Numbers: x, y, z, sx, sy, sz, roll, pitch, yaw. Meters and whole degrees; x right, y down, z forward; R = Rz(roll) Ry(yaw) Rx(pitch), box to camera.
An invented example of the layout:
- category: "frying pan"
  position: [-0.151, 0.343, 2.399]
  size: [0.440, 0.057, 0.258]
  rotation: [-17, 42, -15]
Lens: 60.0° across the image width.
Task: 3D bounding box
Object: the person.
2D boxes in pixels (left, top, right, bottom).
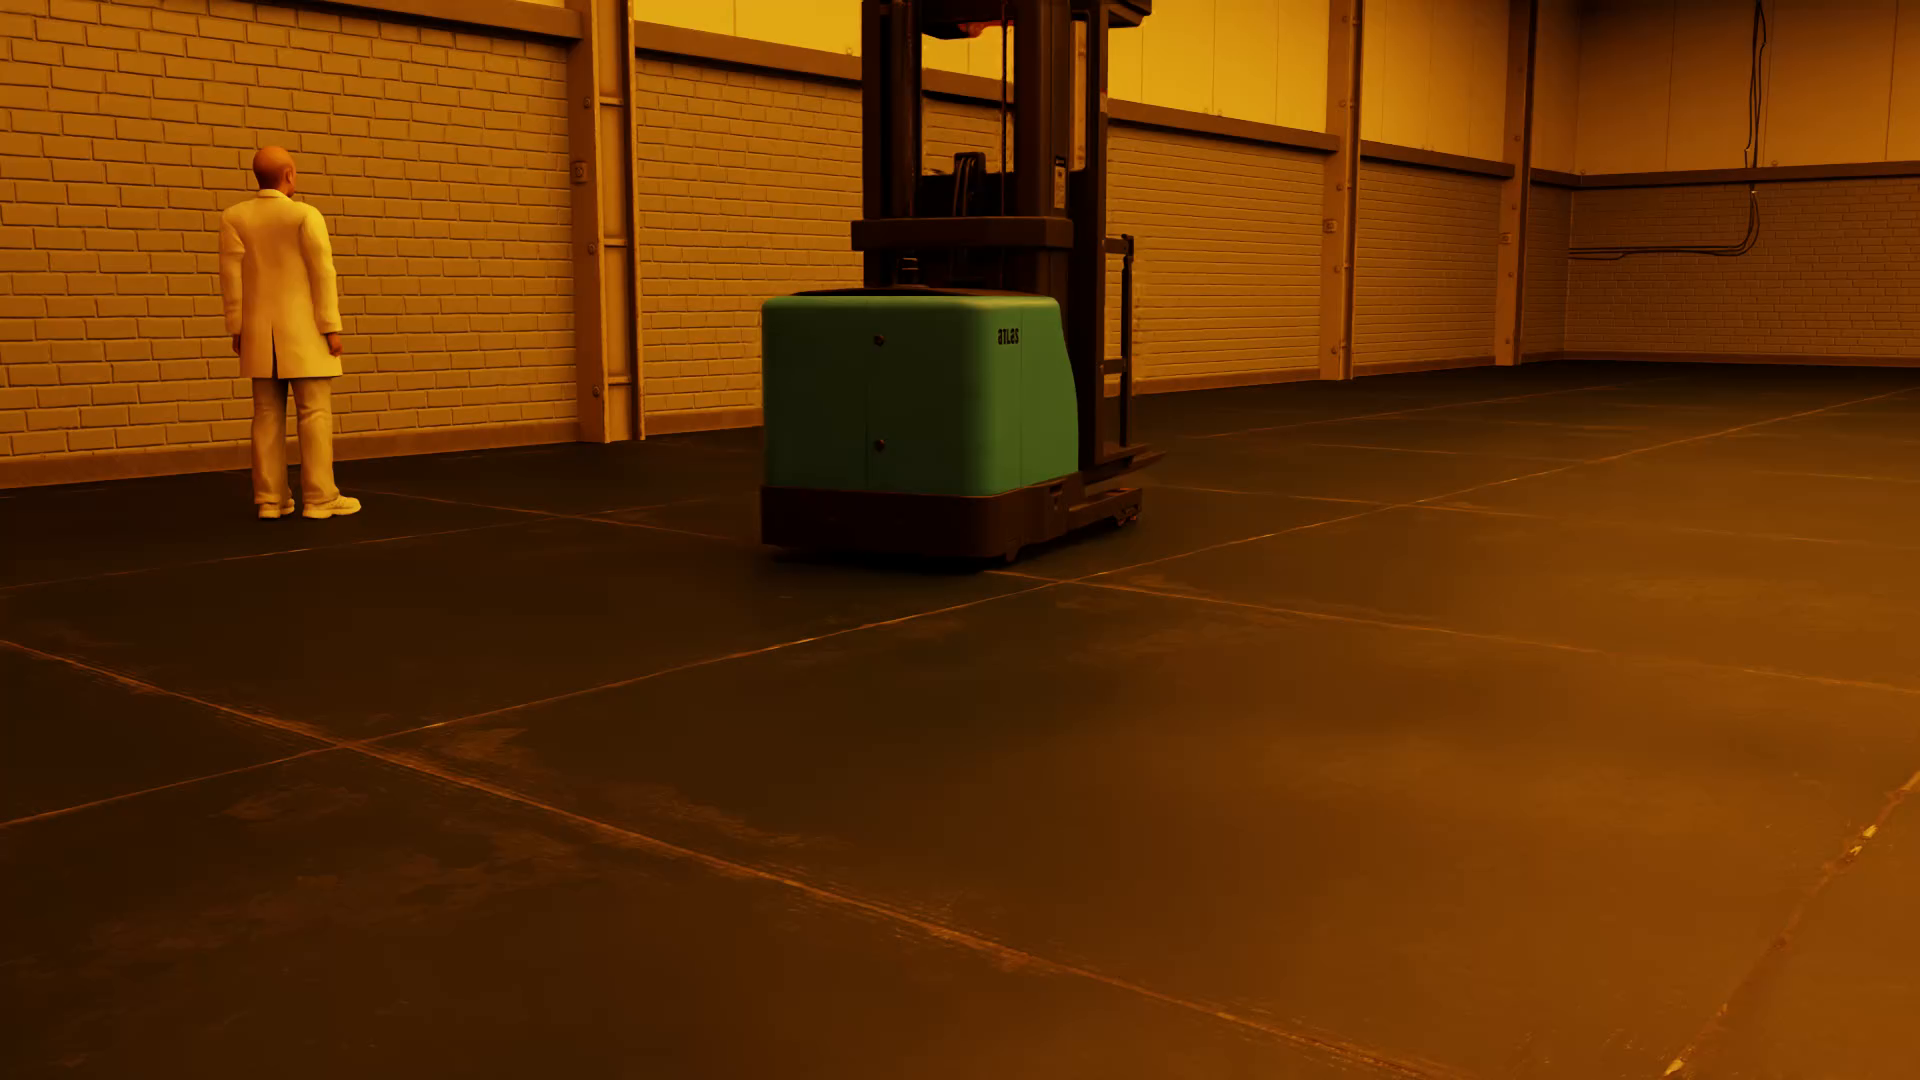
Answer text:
- category: "person"
  position: [-3.268, -1.003, 8.102]
  size: [0.566, 1.783, 0.384]
  rotation: [1, 8, 4]

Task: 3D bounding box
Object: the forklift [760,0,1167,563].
- category: "forklift"
  position: [0.232, -1.535, 7.769]
  size: [1.130, 2.935, 3.031]
  rotation: [4, 9, 23]
